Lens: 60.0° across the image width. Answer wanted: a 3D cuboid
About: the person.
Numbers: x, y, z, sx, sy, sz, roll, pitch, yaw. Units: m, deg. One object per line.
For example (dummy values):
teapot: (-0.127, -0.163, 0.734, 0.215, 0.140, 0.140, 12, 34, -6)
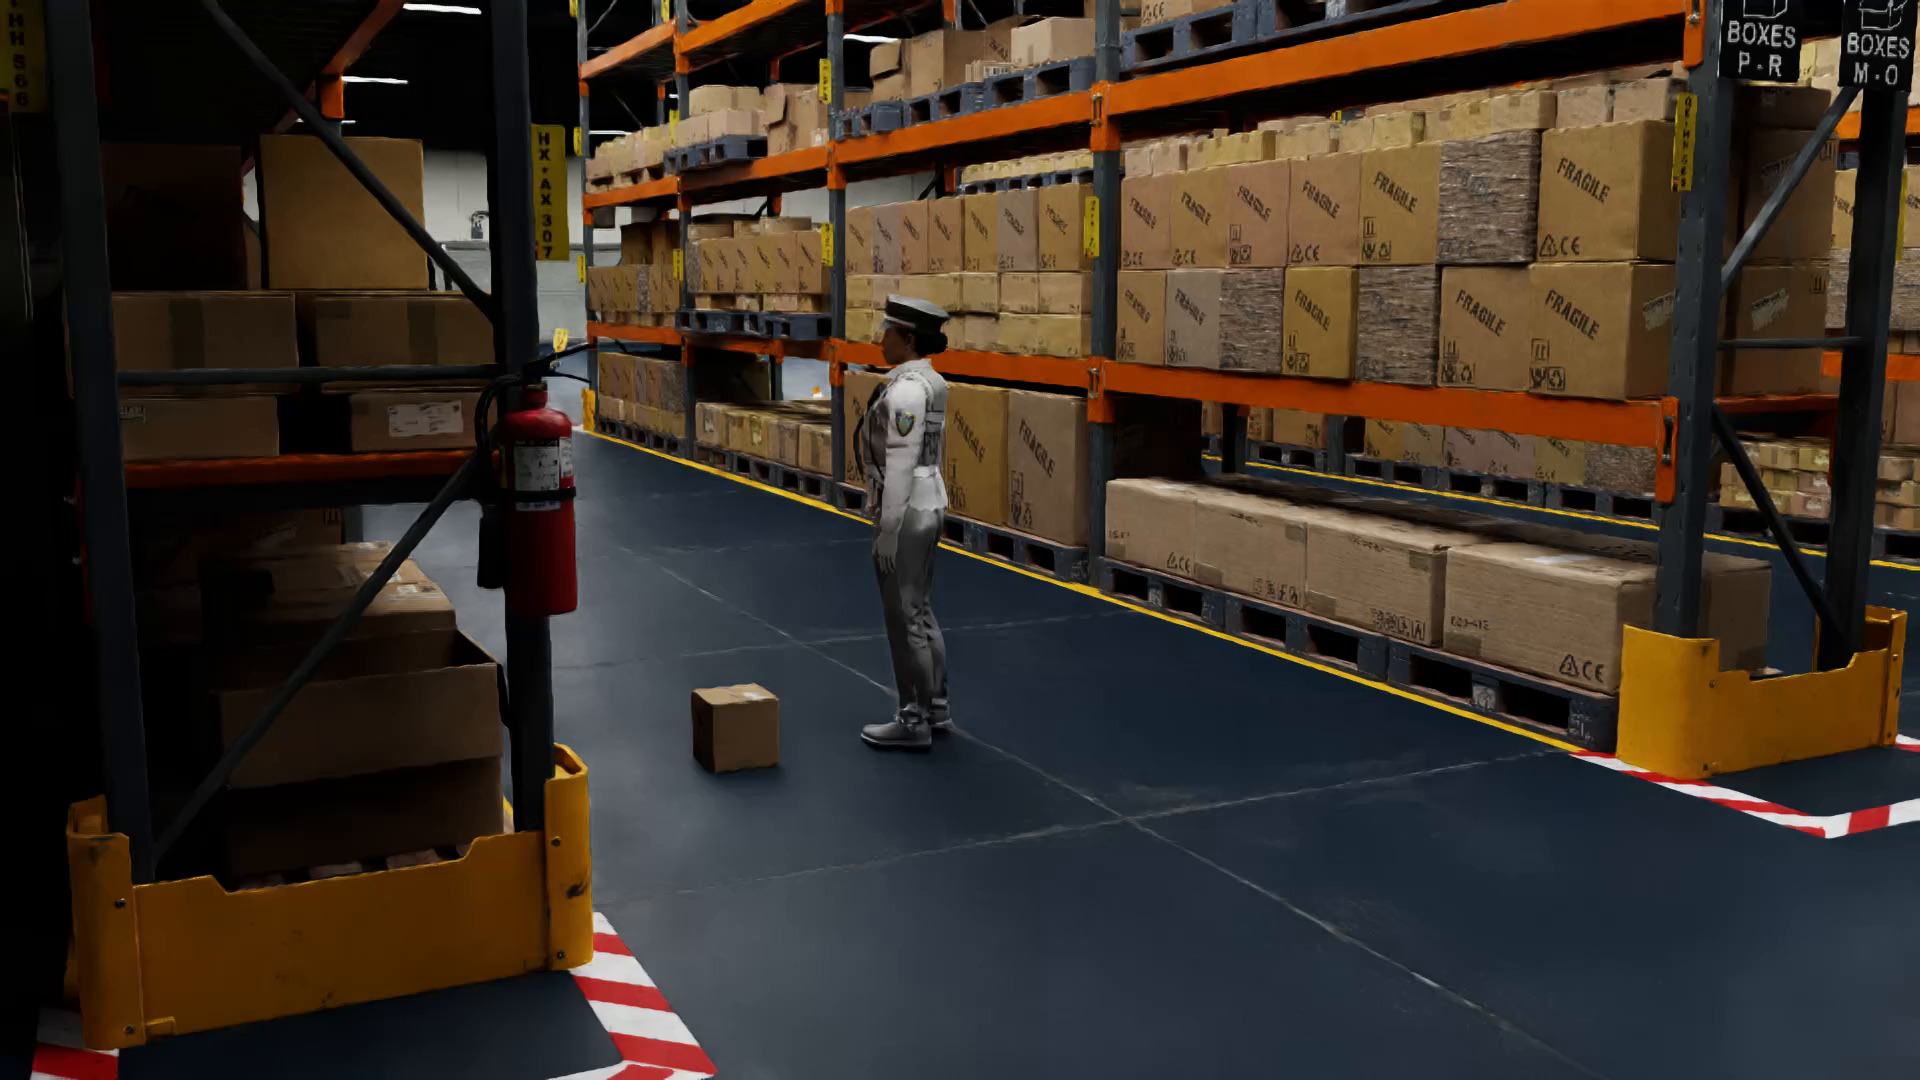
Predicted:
person: (-0.198, -0.072, 6.194, 0.346, 1.689, 0.616, 1, 9, 9)
